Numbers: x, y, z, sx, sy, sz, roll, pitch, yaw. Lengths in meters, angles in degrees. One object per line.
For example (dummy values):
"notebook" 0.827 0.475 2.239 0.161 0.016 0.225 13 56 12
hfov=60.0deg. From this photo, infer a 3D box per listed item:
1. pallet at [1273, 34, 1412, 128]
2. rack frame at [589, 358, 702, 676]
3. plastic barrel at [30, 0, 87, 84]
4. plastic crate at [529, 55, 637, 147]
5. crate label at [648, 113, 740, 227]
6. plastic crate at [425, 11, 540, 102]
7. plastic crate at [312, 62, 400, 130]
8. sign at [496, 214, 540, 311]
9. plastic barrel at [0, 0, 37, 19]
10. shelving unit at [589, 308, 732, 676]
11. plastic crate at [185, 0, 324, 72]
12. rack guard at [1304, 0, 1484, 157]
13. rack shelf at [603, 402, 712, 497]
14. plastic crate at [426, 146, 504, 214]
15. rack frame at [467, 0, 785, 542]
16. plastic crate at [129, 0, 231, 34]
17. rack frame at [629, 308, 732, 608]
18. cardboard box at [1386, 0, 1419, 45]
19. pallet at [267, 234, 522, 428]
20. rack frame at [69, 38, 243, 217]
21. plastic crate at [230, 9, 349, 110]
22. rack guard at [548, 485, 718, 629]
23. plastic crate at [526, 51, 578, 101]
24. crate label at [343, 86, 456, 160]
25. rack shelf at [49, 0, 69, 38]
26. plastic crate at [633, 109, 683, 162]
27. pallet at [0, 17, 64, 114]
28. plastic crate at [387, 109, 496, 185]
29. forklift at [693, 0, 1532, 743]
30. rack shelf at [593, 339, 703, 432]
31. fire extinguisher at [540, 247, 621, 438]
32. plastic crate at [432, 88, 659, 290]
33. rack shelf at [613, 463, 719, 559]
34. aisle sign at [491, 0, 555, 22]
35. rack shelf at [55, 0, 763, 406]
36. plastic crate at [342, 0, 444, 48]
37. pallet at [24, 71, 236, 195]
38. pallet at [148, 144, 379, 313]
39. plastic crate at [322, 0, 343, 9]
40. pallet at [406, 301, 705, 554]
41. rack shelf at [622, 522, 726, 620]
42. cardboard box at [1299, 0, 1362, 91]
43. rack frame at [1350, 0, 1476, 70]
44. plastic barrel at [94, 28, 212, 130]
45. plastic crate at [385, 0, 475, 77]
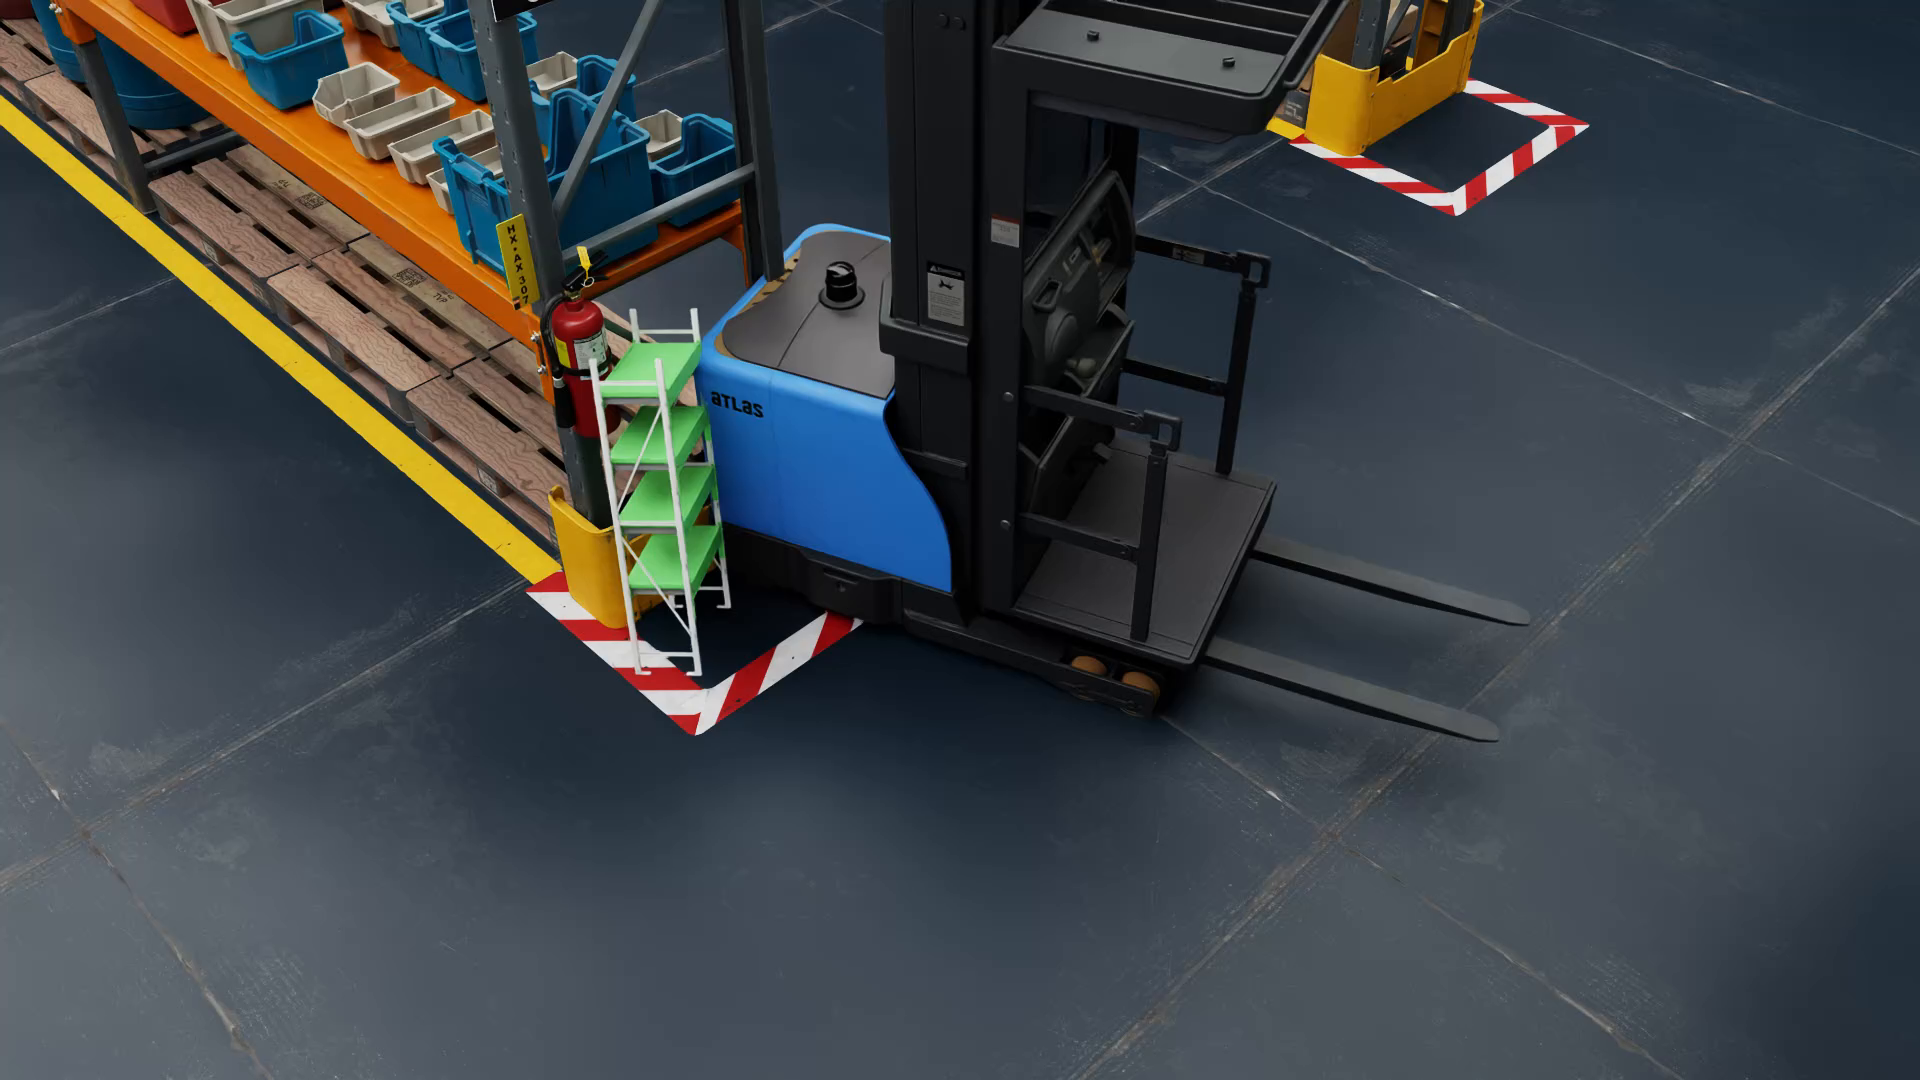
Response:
"pallet" 1.839 -2.877 9.708 1.003 0.211 1.213 -34 53 -31
"rack frame" -1.065 -0.054 5.677 0.240 1.200 0.015 0 27 6
"plastic barrel" -4.750 -3.025 9.050 0.600 0.901 0.708 -34 53 -31
"plastic crate" -1.459 -1.663 6.418 0.416 0.233 0.300 -34 53 -31
"crate label" -0.994 -1.346 6.076 0.416 0.233 0.303 -34 53 -31
"plastic crate" -1.924 -1.979 6.761 0.416 0.233 0.300 -34 53 -31
"plastic crate" -2.388 -1.741 6.574 0.298 0.136 0.250 -34 53 -31
"sign" -1.431 -0.898 5.391 0.100 0.325 0.005 -34 53 -31
"plastic barrel" -5.548 -3.453 9.744 0.600 0.588 0.708 -34 53 -31
"shelving unit" -1.042 -0.165 5.893 0.258 1.200 0.503 0 27 6
"plastic crate" -2.930 -2.188 6.951 0.437 0.282 0.530 -34 53 -31
"rack guard" 2.403 -2.600 9.195 1.175 0.500 0.348 -34 53 -31
"rack shelf" -1.049 -0.322 5.813 0.258 0.148 0.480 0 27 6
"plastic crate" -1.757 -1.340 6.140 0.396 0.136 0.243 -34 53 -31
"rack frame" -1.053 -1.109 5.740 1.000 3.000 0.127 -34 53 -31
"plastic crate" -3.425 -2.528 7.184 0.402 0.464 0.583 -34 53 -31
"rack frame" -1.019 -0.277 6.109 0.240 1.200 0.015 0 27 6
"cardboard box" 2.404 -2.962 9.522 0.380 0.149 0.250 -34 53 -31
"pallet" -2.465 -1.086 7.770 1.003 0.211 1.213 -34 53 -31
"rack frame" -3.878 -3.032 7.820 1.000 3.000 0.127 -34 53 -31
"plastic crate" -2.685 -1.934 6.712 0.416 0.233 0.300 -34 53 -31
"rack guard" -1.027 -0.186 6.583 1.175 0.500 0.348 -34 53 -31
"plastic crate" -1.641 -1.831 6.671 0.250 0.136 0.298 -34 53 -31
"crate label" -2.166 -1.608 6.430 0.396 0.136 0.243 -34 53 -31
"rack shelf" -5.290 -3.728 9.105 1.077 0.370 4.000 -34 53 -31
"plastic crate" -1.162 -1.505 6.318 0.250 0.136 0.298 -34 53 -31
"pallet" -5.259 -2.984 9.824 1.003 0.211 1.213 -34 53 -31
"plastic crate" -1.952 -1.486 6.298 0.396 0.136 0.243 -34 53 -31
"forklift" 0.588 -0.847 5.507 3.031 2.935 1.130 17 45 17
"rack shelf" -1.058 -0.535 5.704 0.258 0.148 0.480 0 27 6
"fire extinguisher" -1.268 -0.654 5.579 0.296 0.674 0.183 -34 53 -31
"plastic crate" -1.422 -1.216 5.785 0.616 0.435 0.499 -34 53 -31
"rack shelf" -1.039 -0.108 5.922 0.258 0.148 0.480 0 27 6
"aisle sign" -1.210 -1.889 4.669 0.394 0.787 0.004 -34 53 -31
"rack shelf" -2.465 -1.806 7.025 1.077 0.370 4.000 -34 53 -31
"plastic crate" -2.435 -2.264 7.140 0.293 0.136 0.466 -34 53 -31
"pallet" -4.393 -2.398 9.190 1.003 0.211 1.213 -34 53 -31
"pallet" -3.331 -1.673 8.405 1.003 0.211 1.213 -34 53 -31
"plastic crate" -2.897 -2.543 7.451 0.437 0.125 0.590 -34 53 -31
"pallet" -1.608 -0.500 7.136 1.003 0.211 1.213 -34 53 -31
"rack shelf" -1.030 0.105 6.031 0.258 0.148 0.480 0 27 6
"cardboard box" 1.898 -2.868 9.162 0.500 0.500 0.500 -34 53 -31
"rack frame" 2.457 -3.482 8.308 1.000 3.000 0.127 -34 53 -31
"plastic barrel" -4.250 -2.685 8.682 0.600 0.901 0.708 -34 53 -31
"plastic crate" -2.136 -2.123 6.917 0.416 0.233 0.300 -34 53 -31
